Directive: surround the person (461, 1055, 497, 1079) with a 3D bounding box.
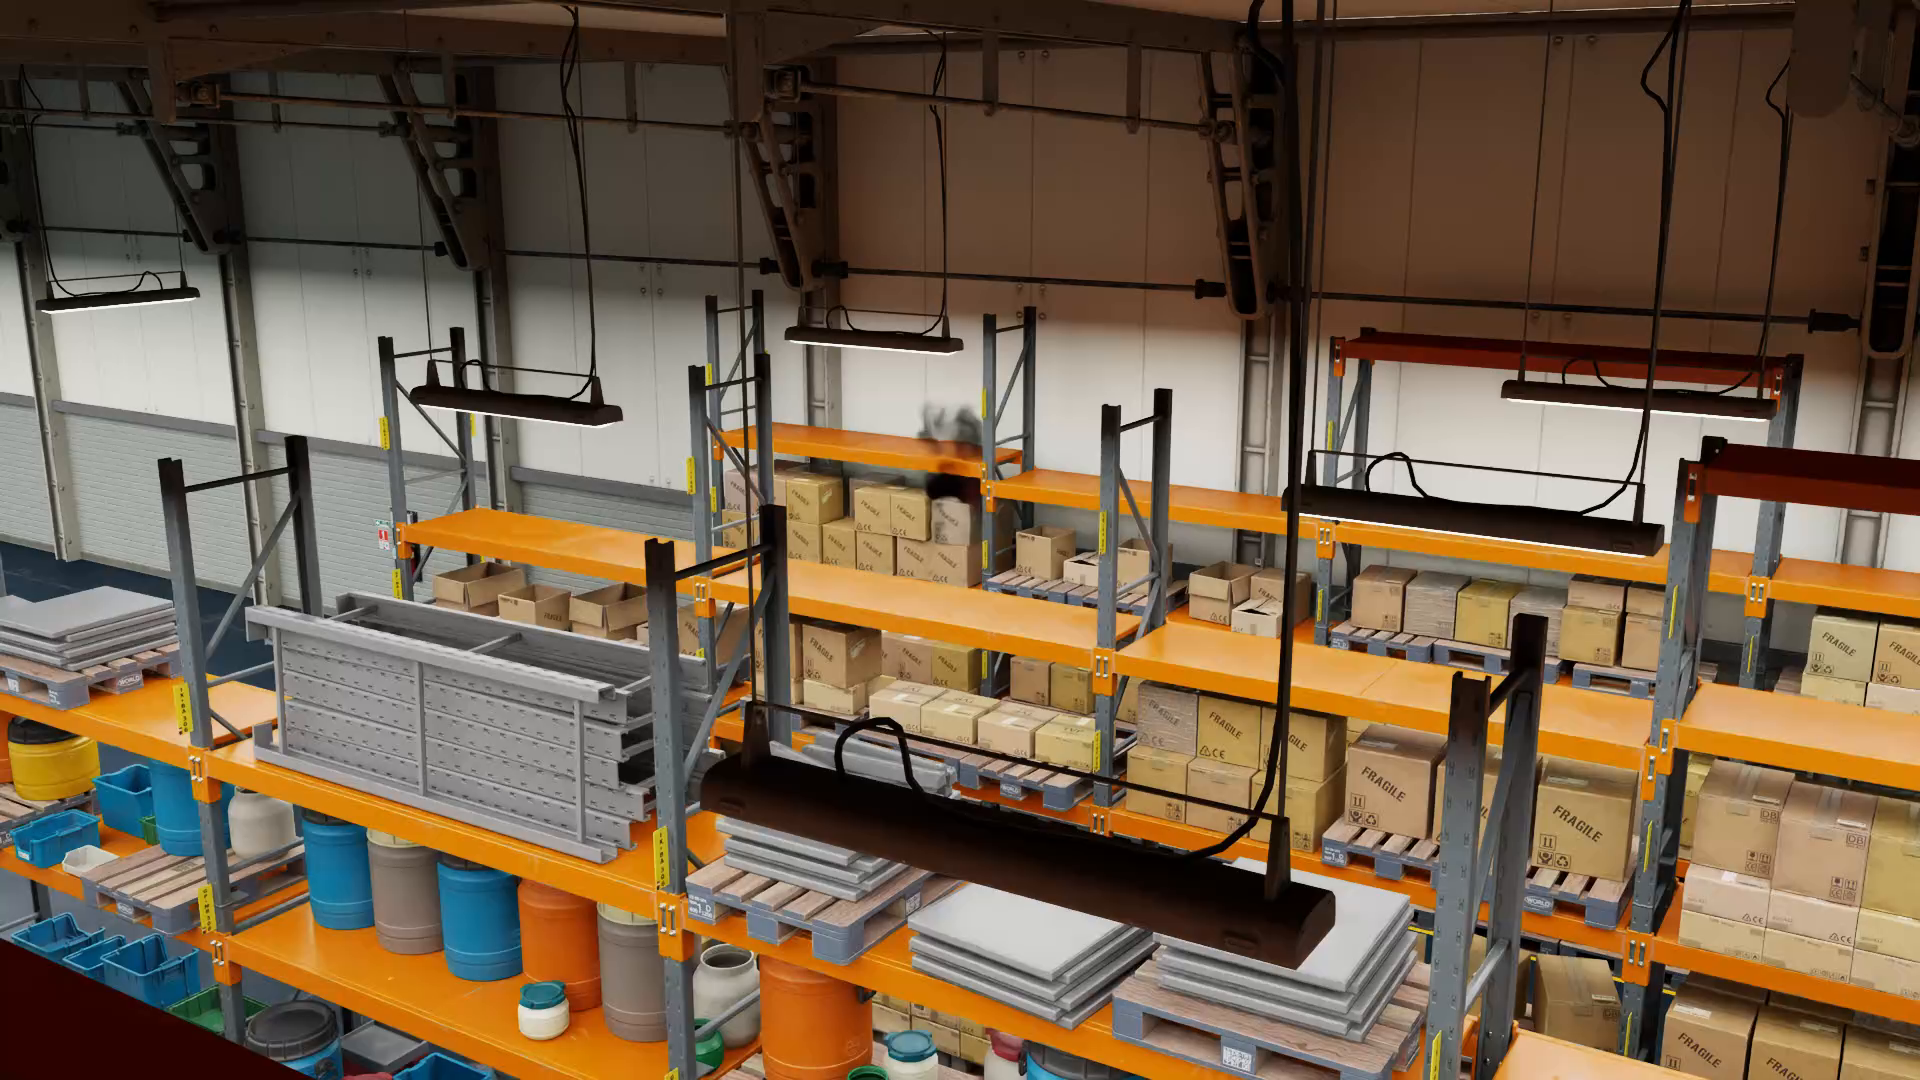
[{"bbox_3d":[-4.047,3.923,13.736,0.696,1.809,0.674,5,15,21],"label":"person"}]
